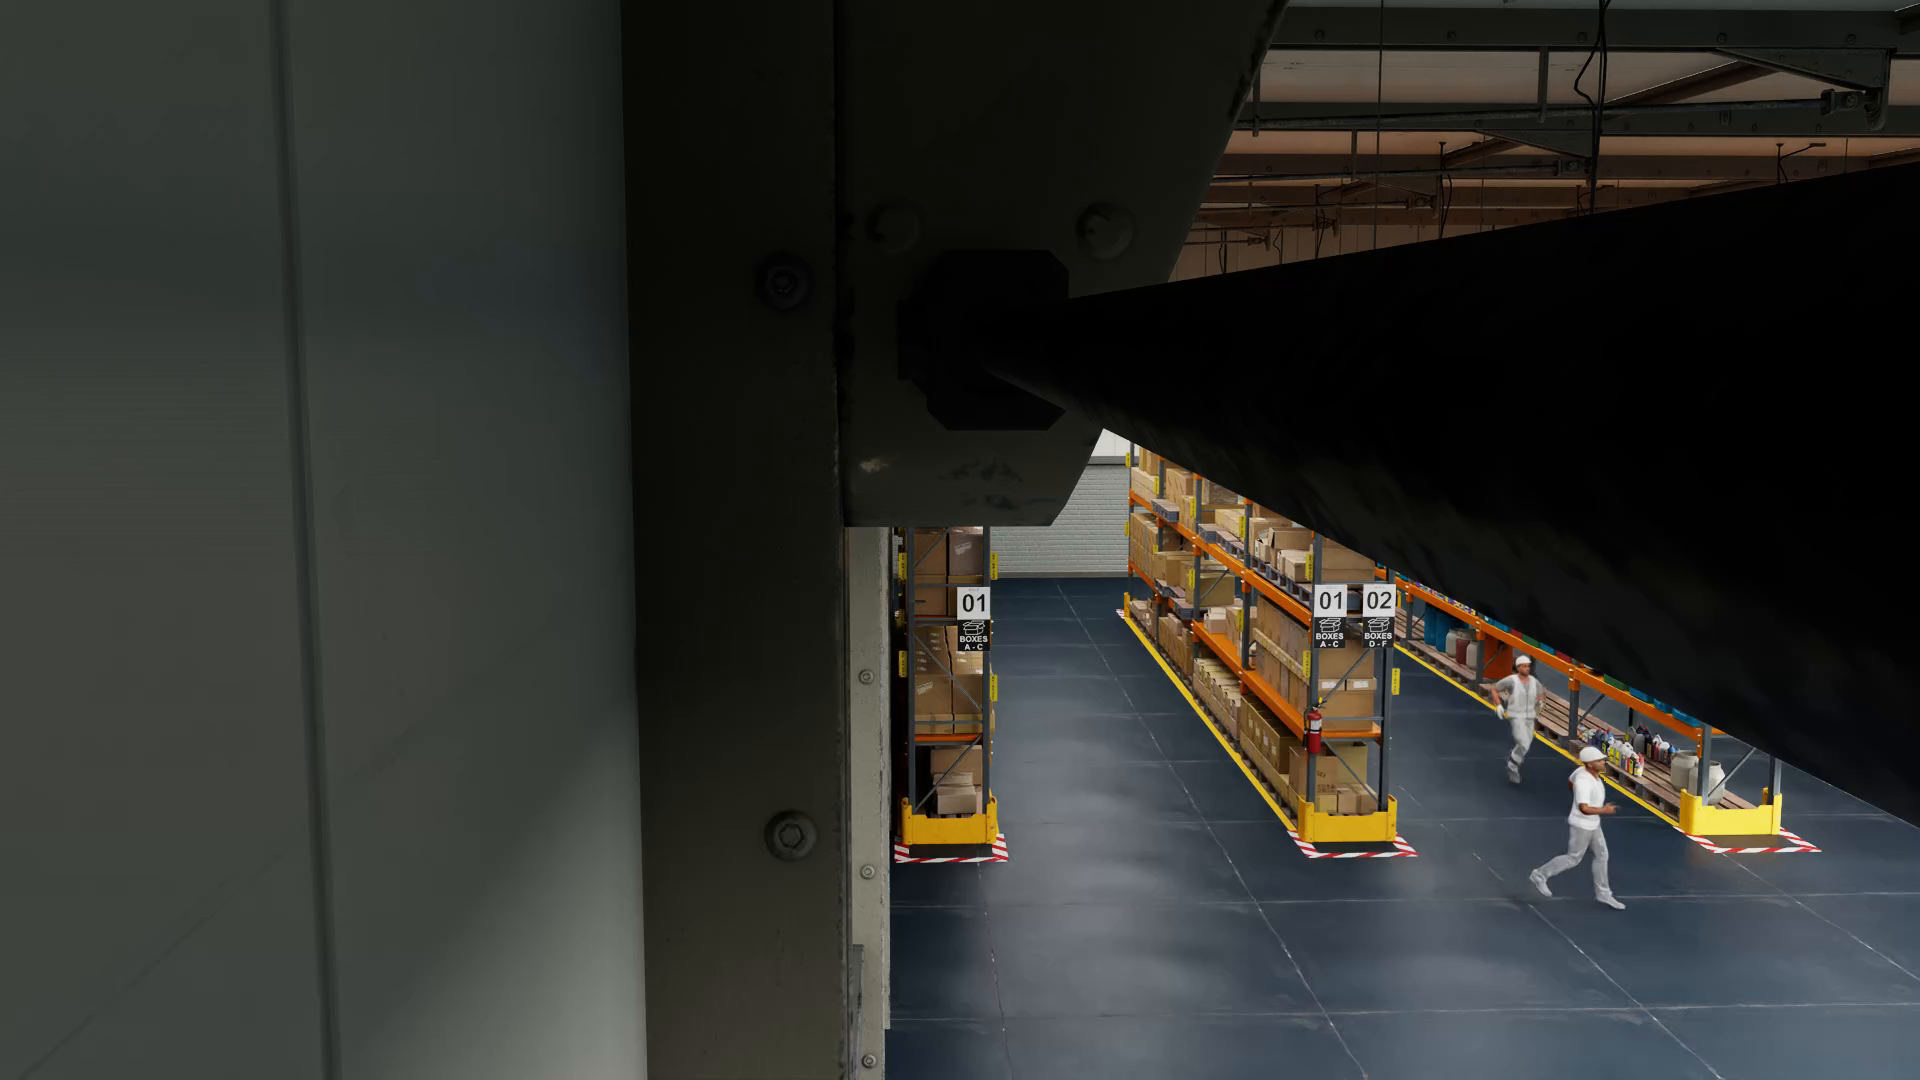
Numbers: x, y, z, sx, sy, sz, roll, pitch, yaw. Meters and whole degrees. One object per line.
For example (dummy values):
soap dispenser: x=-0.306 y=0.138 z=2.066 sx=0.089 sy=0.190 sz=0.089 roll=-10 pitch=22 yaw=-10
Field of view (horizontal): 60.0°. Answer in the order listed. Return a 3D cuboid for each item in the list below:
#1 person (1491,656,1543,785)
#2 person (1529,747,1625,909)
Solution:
person: x=7.794 y=2.498 z=23.060 sx=0.640 sy=1.792 sz=0.705 roll=-2 pitch=8 yaw=-16
person: x=6.802 y=3.127 z=18.228 sx=0.986 sy=1.782 sz=0.711 roll=4 pitch=8 yaw=28
